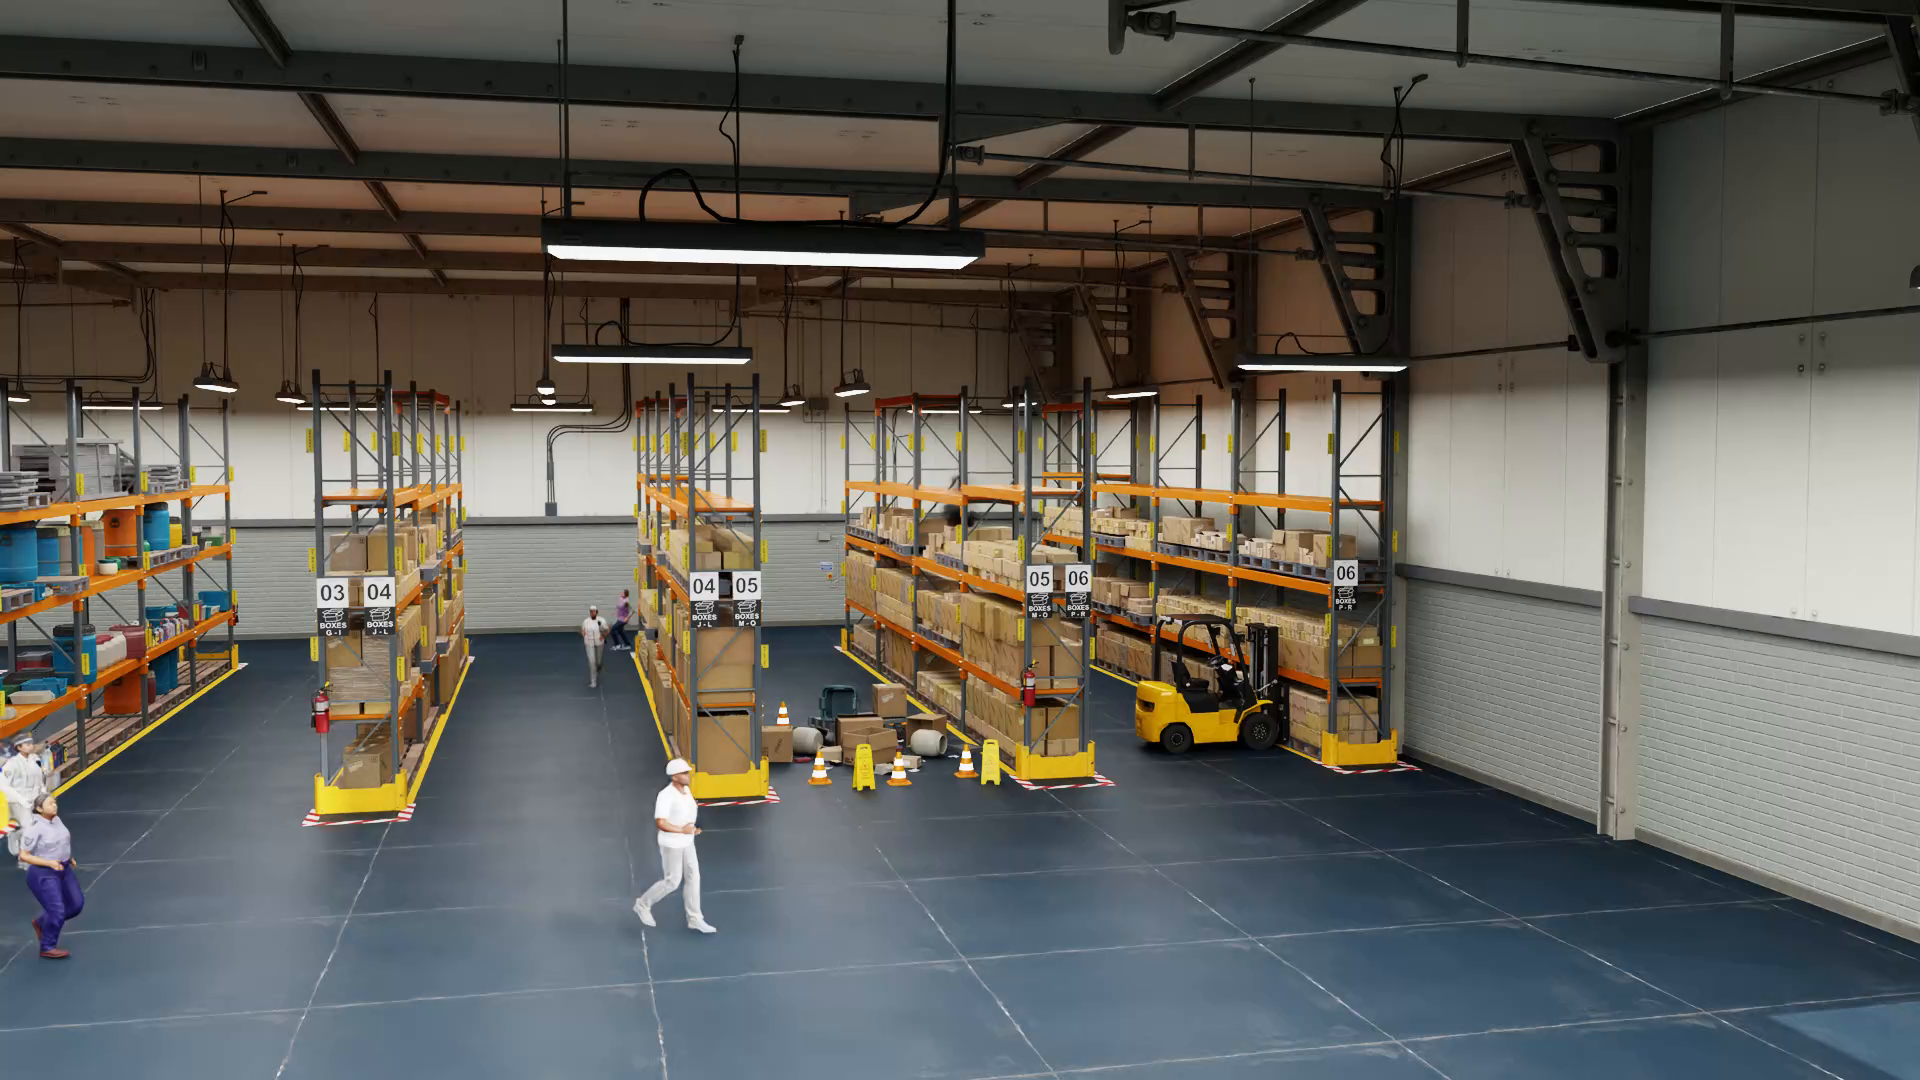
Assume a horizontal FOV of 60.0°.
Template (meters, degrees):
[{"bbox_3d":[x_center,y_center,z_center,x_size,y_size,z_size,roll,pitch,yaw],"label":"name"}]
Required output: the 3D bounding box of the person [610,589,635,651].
[{"bbox_3d":[-8.196,1.933,40.247,0.591,1.531,0.665,-1,3,-18],"label":"person"}]

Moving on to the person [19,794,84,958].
[{"bbox_3d":[-8.866,3.265,16.221,0.551,1.596,0.603,1,3,9],"label":"person"}]

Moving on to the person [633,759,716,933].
[{"bbox_3d":[-2.924,3.129,17.065,0.866,1.781,0.724,1,3,16],"label":"person"}]

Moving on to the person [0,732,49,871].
[{"bbox_3d":[-11.039,3.063,19.552,0.573,1.644,0.599,1,3,16],"label":"person"}]

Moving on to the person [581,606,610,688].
[{"bbox_3d":[-7.572,2.195,34.563,0.601,1.669,0.776,-1,3,-9],"label":"person"}]
